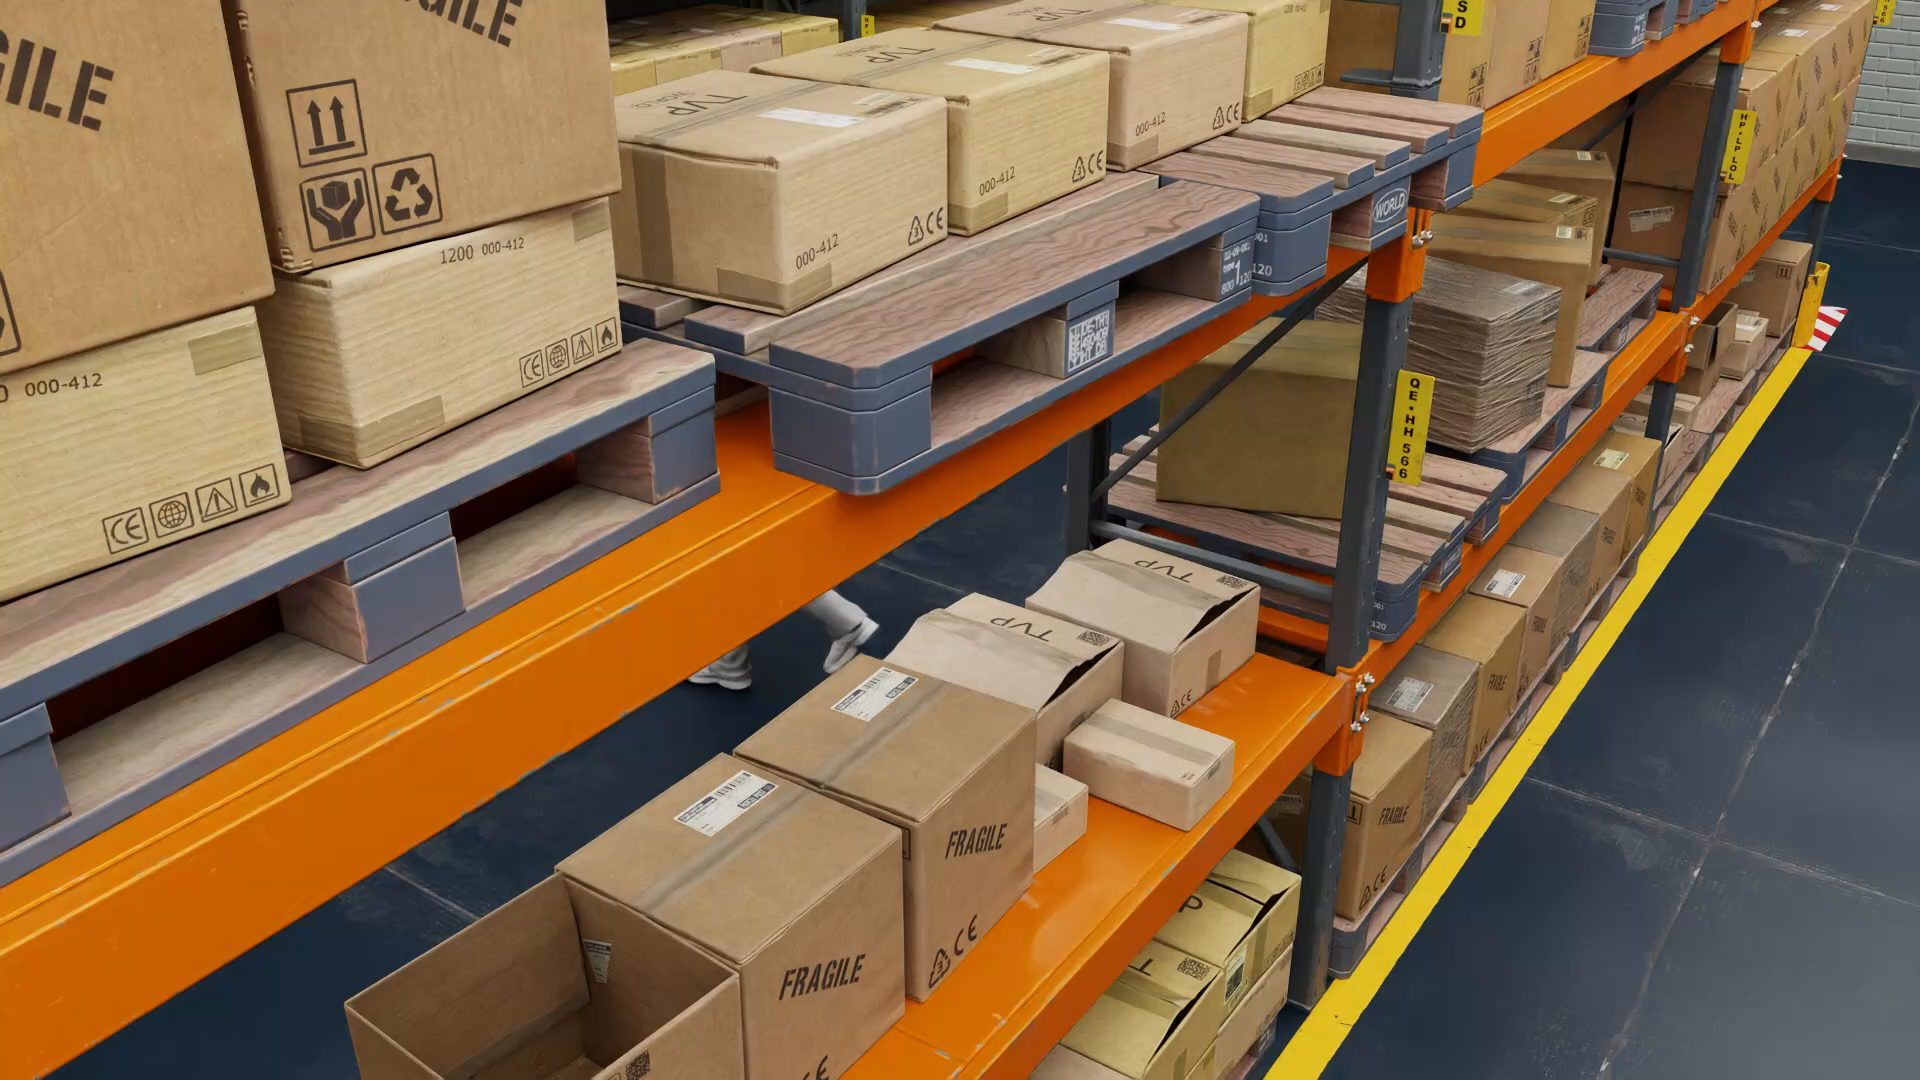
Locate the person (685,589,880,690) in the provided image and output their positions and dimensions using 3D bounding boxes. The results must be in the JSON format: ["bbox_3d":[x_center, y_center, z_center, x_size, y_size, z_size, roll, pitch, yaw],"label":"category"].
[{"bbox_3d":[-0.804,-0.175,6.972,0.915,1.752,0.589,8,28,16],"label":"person"}]
